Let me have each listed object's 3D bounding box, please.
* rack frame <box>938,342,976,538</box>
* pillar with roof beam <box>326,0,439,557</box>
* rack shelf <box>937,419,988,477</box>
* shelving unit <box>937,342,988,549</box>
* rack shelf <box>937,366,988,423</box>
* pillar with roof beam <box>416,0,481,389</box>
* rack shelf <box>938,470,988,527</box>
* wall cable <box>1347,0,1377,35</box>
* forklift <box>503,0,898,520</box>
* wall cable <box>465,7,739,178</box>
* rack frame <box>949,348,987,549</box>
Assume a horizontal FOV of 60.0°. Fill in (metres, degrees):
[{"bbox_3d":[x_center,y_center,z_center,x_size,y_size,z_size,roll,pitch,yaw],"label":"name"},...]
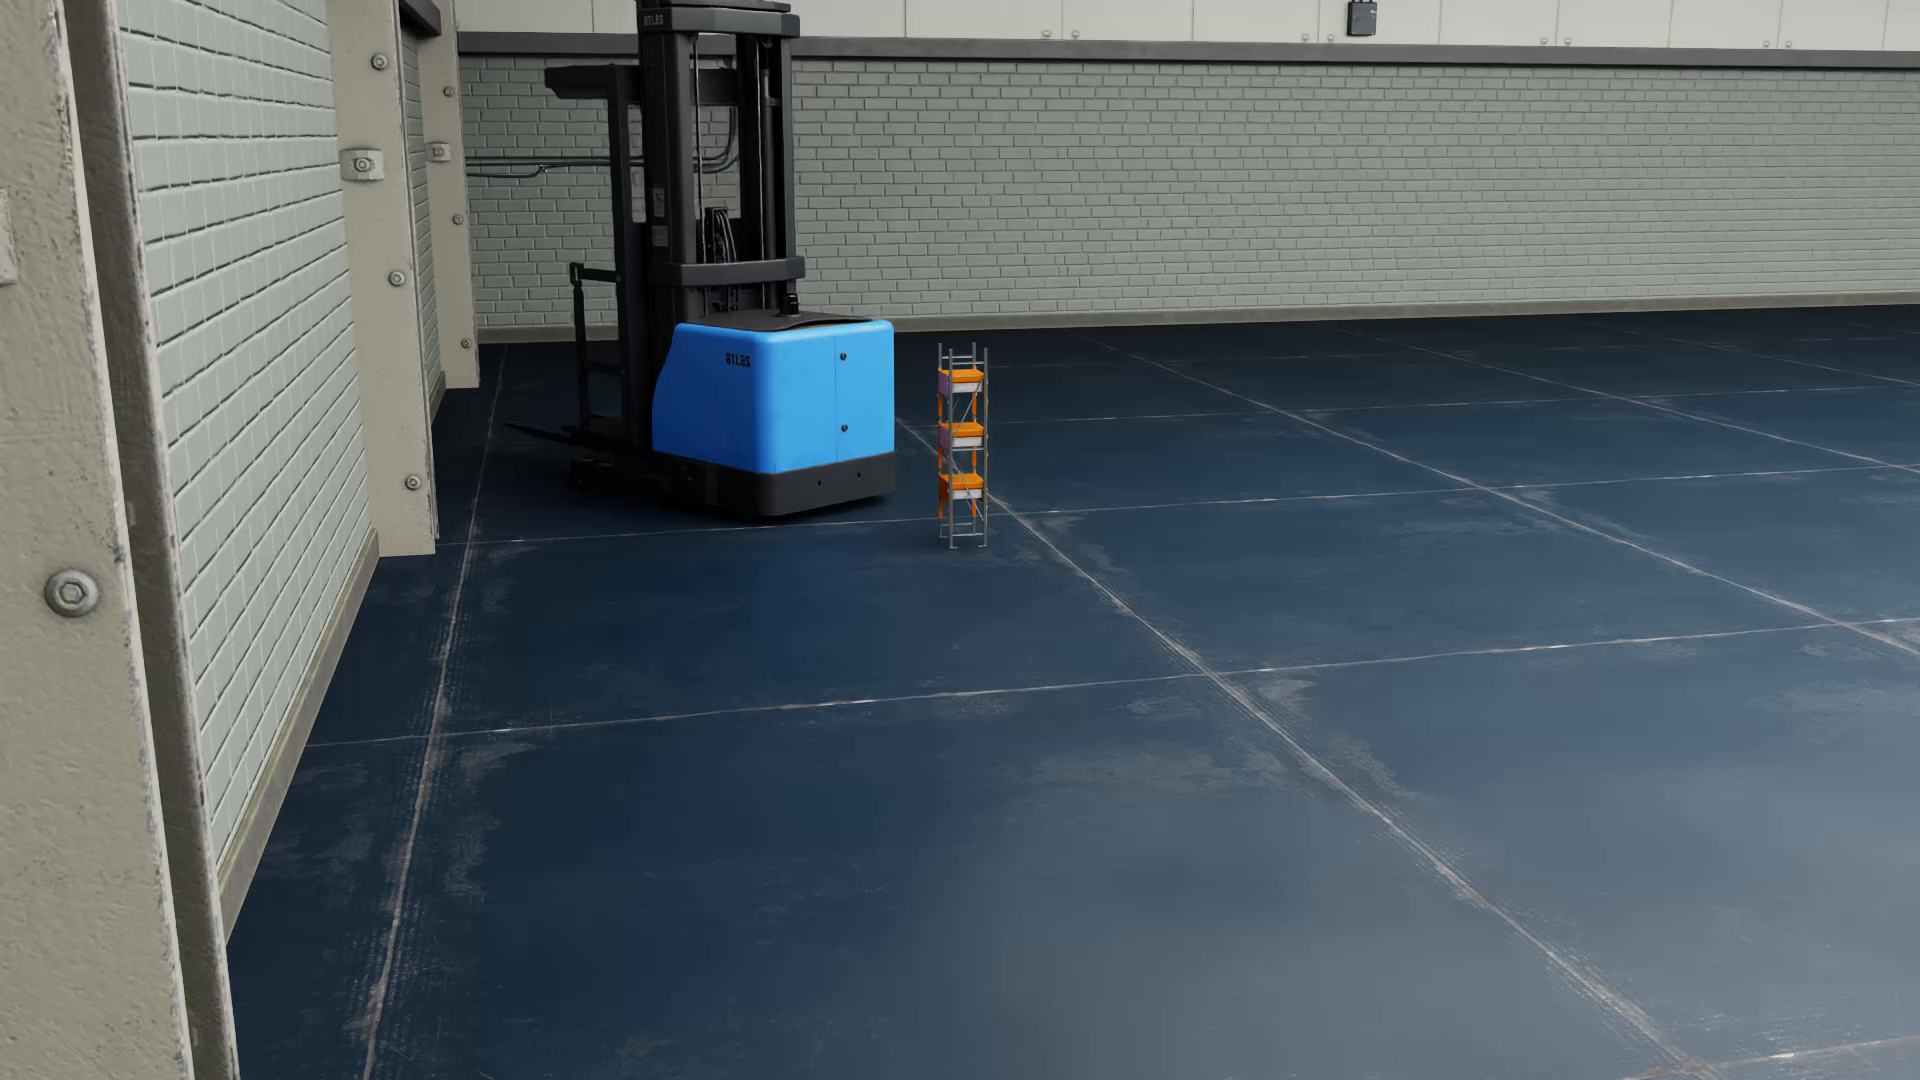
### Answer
[{"bbox_3d":[-0.016,-0.526,8.867,0.200,1.050,0.008,-3,14,-13],"label":"rack frame"},{"bbox_3d":[1.260,-4.577,8.699,9.100,9.000,0.400,-3,14,-13],"label":"pillar with roof beam"},{"bbox_3d":[0.013,-0.487,8.754,0.215,0.259,0.240,-3,14,-13],"label":"rack shelf"},{"bbox_3d":[0.013,-0.498,8.752,0.215,1.050,0.252,-3,14,-13],"label":"shelving unit"},{"bbox_3d":[0.013,-0.763,8.687,0.215,0.259,0.240,-3,14,-13],"label":"rack shelf"},{"bbox_3d":[-0.150,-5.961,14.365,9.100,9.000,0.400,-3,14,-13],"label":"pillar with roof beam"},{"bbox_3d":[0.013,-0.217,8.820,0.215,0.259,0.240,-3,14,-13],"label":"rack shelf"},{"bbox_3d":[5.491,-8.652,18.213,2.305,6.003,0.169,-3,14,-13],"label":"wall cable"},{"bbox_3d":[-1.777,-1.812,10.166,3.031,2.935,1.130,13,19,42],"label":"forklift"},{"bbox_3d":[-3.741,-4.966,16.834,3.097,2.526,0.112,-3,14,-13],"label":"wall cable"},{"bbox_3d":[0.041,-0.470,8.637,0.200,1.050,0.008,-3,14,-13],"label":"rack frame"}]
